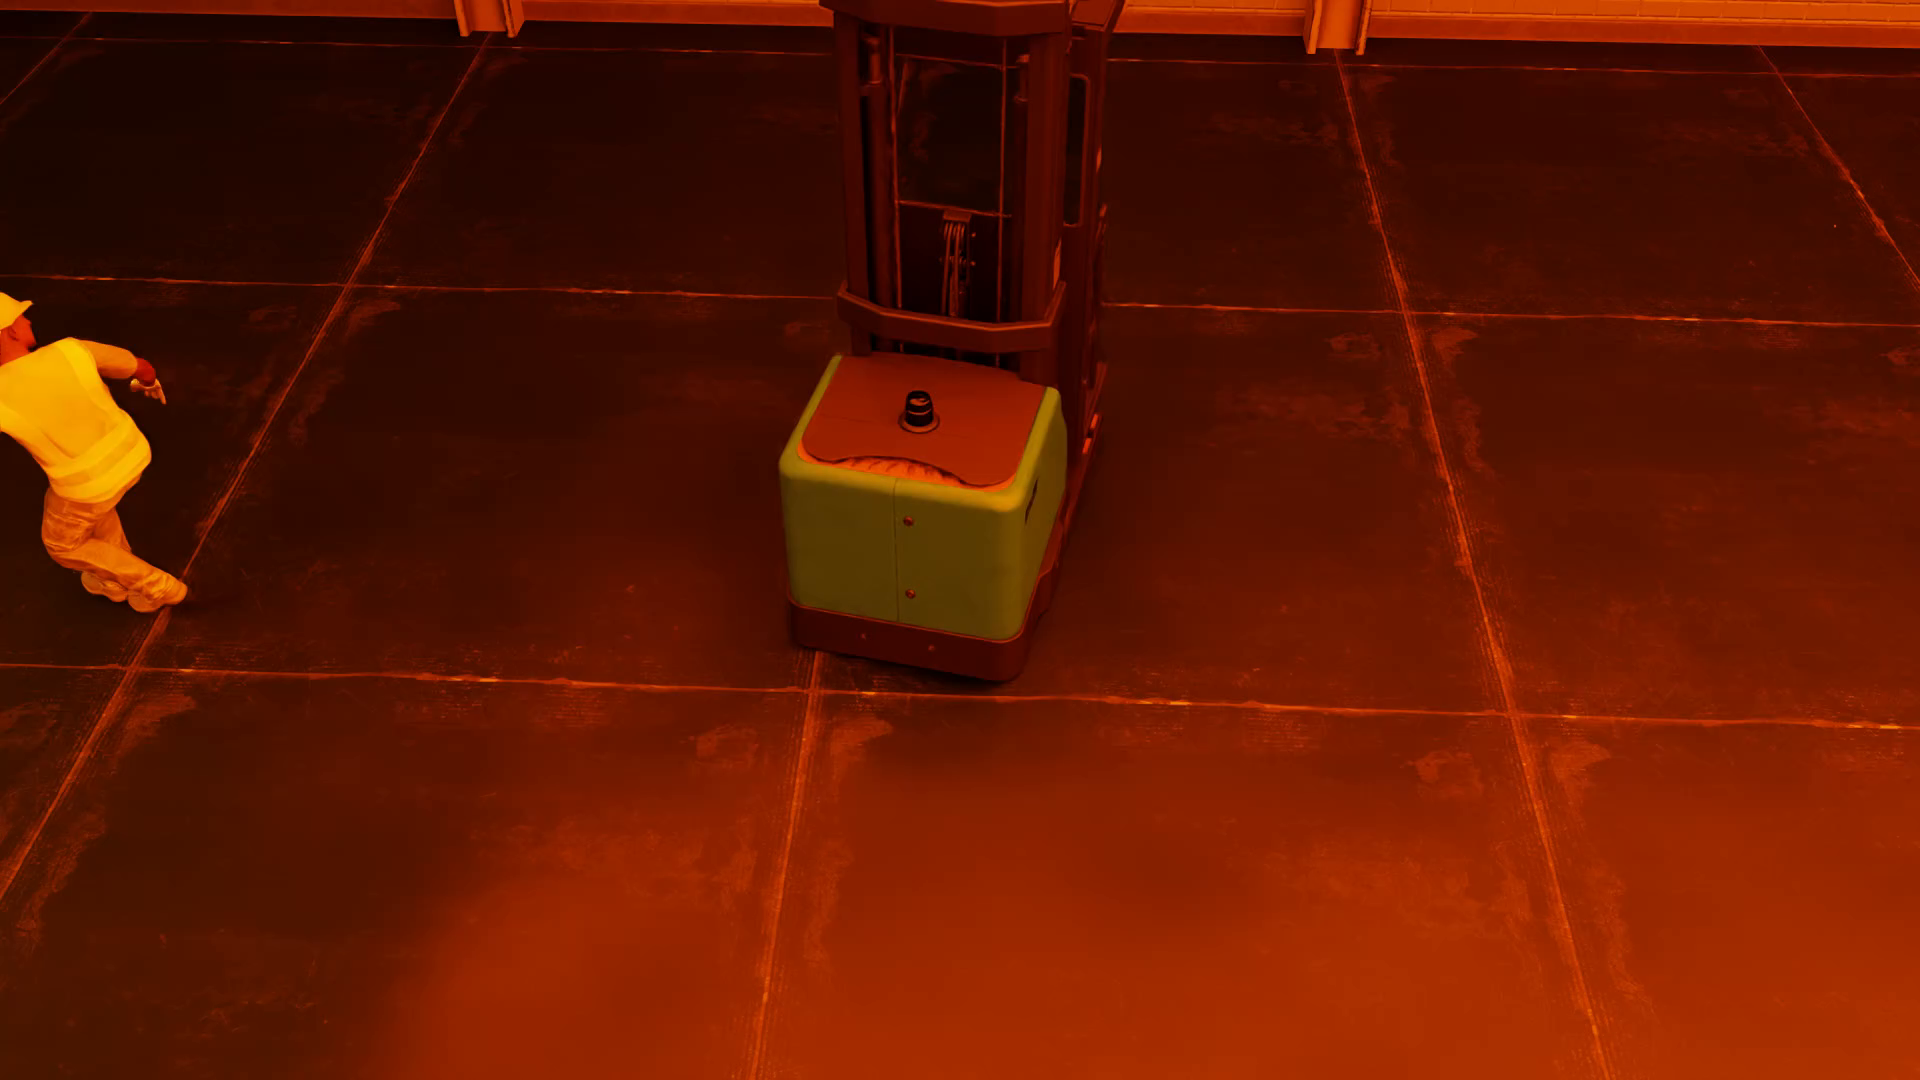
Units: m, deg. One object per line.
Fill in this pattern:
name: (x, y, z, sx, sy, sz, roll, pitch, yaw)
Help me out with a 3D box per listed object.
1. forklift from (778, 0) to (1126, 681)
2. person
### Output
forklift: (0.104, -1.483, 7.367, 1.130, 2.935, 3.031, 10, 43, 10)
person: (-3.822, -0.406, 7.142, 0.851, 1.643, 0.913, 18, 45, 19)
